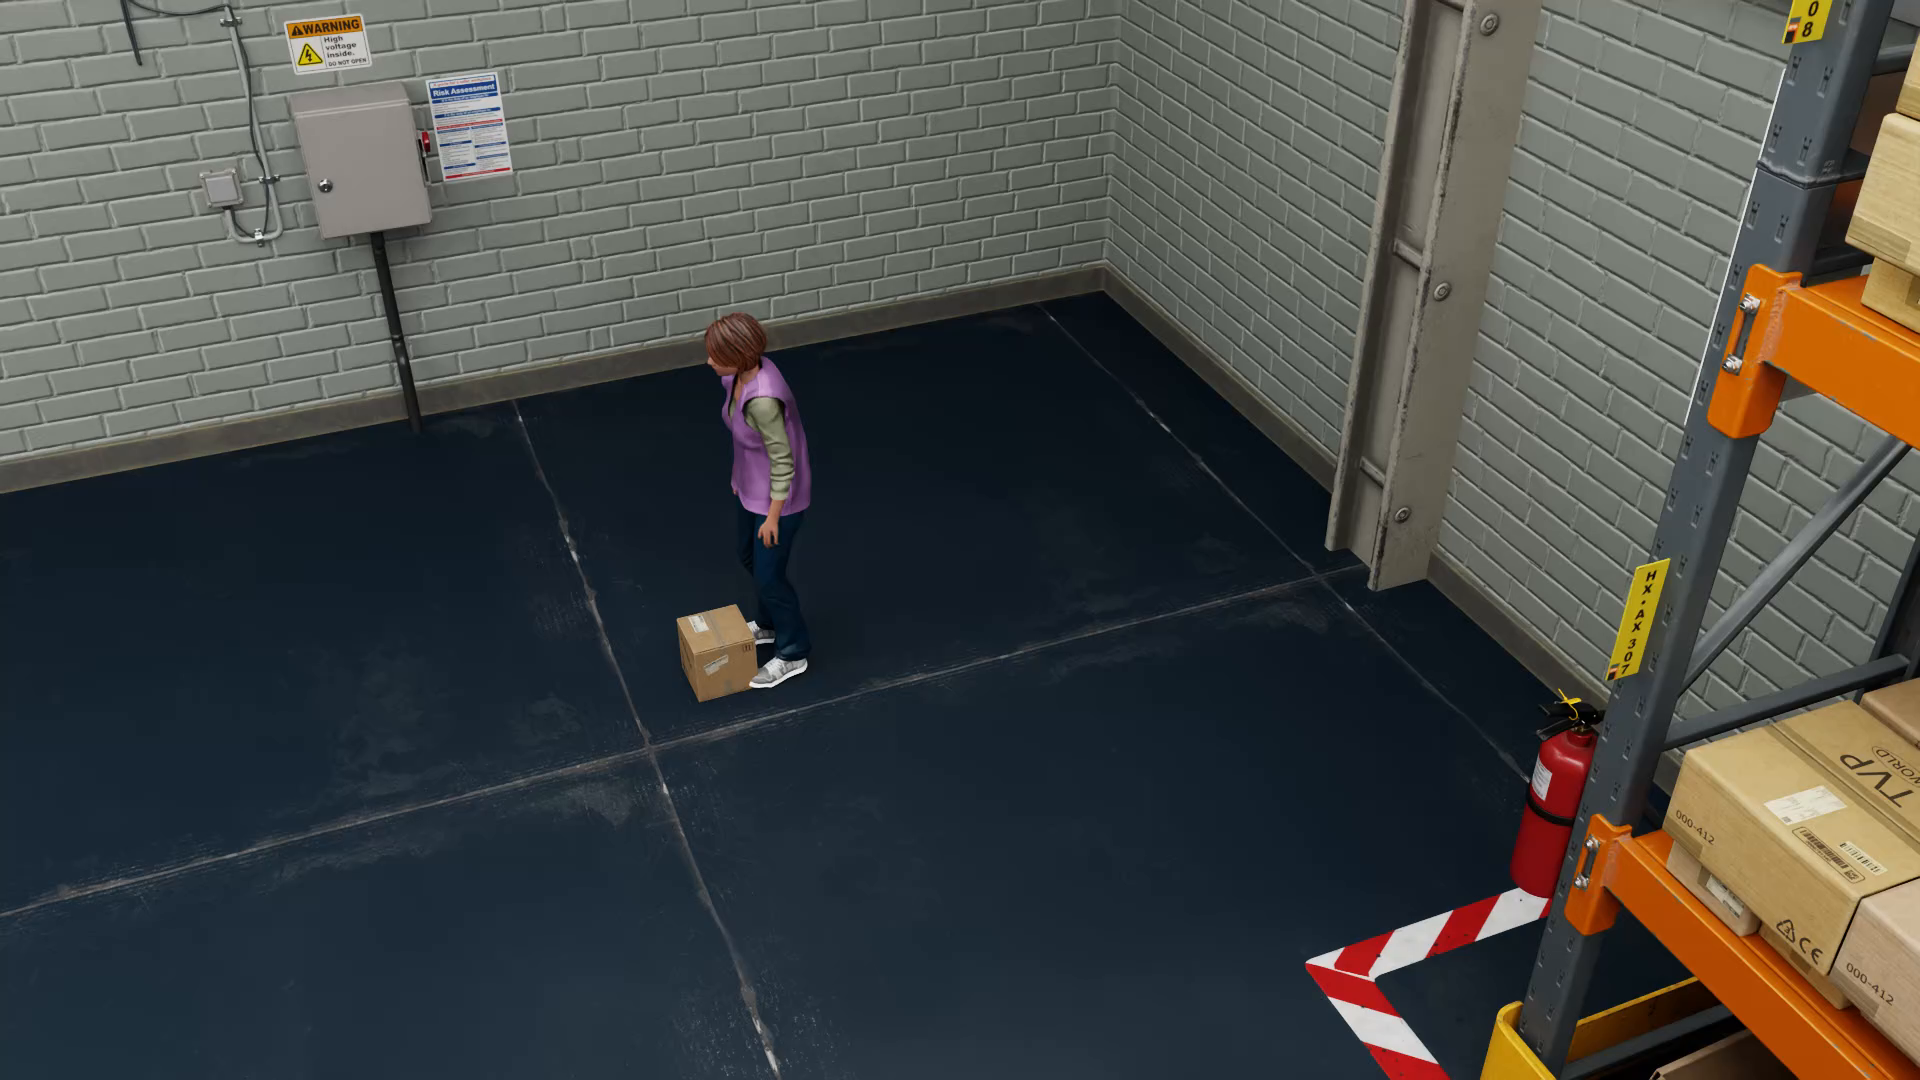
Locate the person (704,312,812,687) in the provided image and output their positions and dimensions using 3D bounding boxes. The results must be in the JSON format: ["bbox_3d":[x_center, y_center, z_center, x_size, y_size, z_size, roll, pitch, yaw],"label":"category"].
[{"bbox_3d":[-0.756,-0.161,6.390,0.347,1.593,0.465,-13,36,-19],"label":"person"}]
